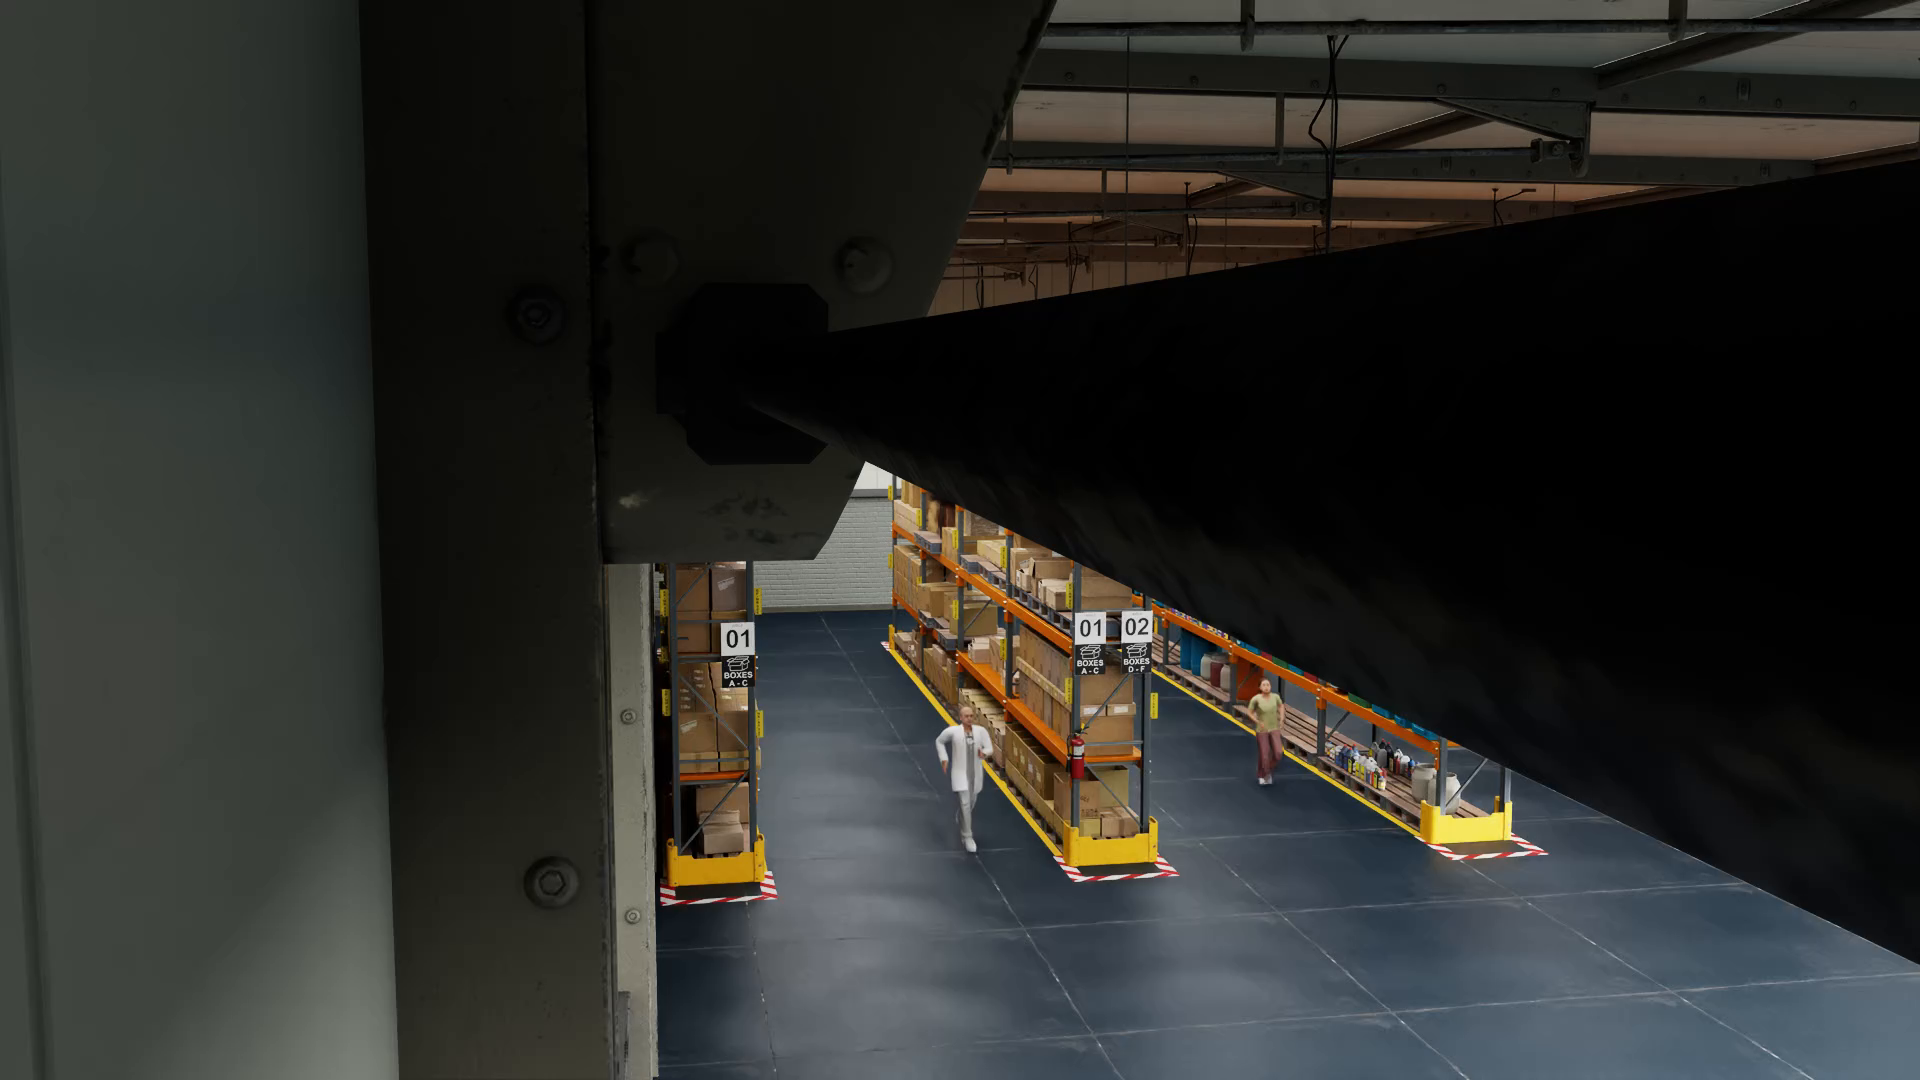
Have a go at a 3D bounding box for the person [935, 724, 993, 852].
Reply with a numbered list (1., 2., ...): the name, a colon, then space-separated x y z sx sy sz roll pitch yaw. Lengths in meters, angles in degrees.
1. person: 0.086 3.172 21.762 0.692 1.588 0.992 -2 7 -20

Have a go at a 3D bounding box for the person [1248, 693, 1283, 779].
1. person: 4.554 2.941 24.713 0.543 1.327 0.586 -1 6 -5
